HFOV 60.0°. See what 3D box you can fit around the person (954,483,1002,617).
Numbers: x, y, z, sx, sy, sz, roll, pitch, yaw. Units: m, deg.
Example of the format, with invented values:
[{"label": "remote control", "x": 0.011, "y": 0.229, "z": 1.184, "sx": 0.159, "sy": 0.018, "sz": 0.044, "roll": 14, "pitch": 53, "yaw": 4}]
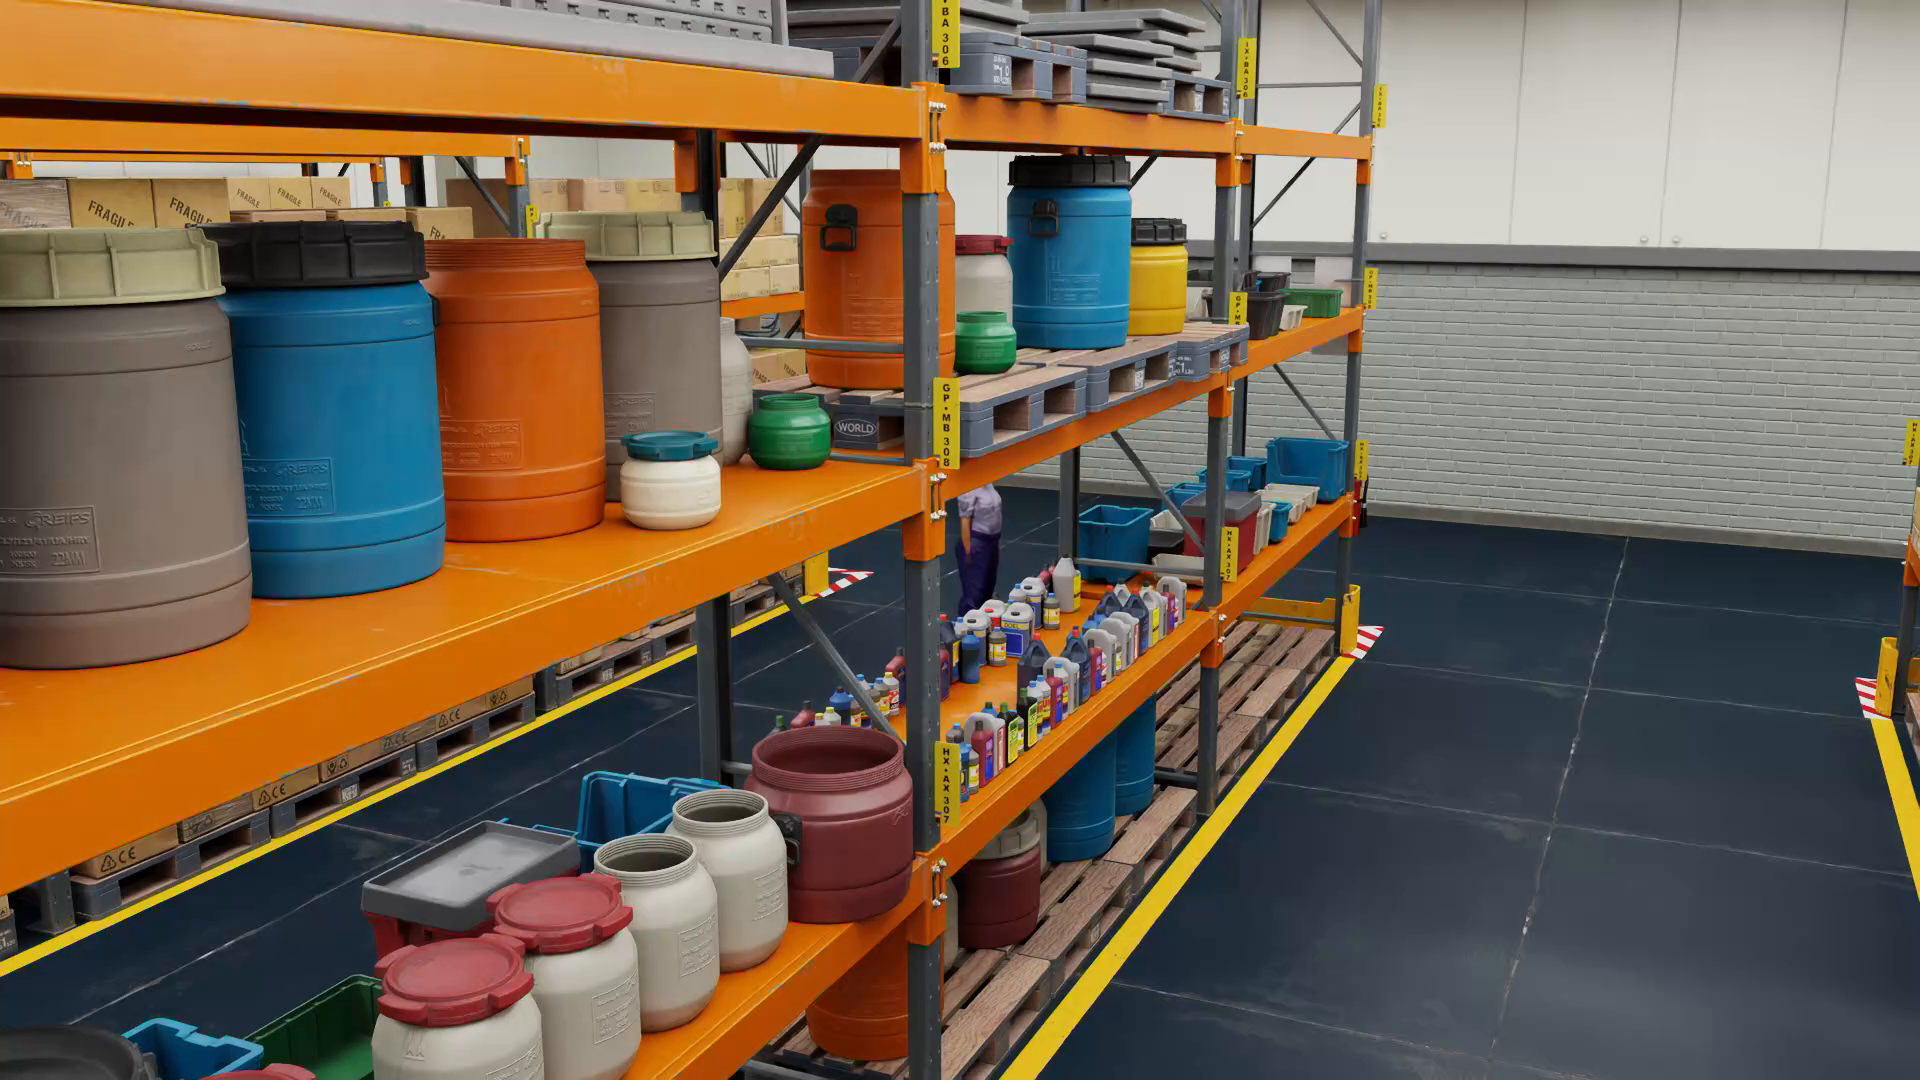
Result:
[{"label": "person", "x": 0.173, "y": 0.086, "z": 13.617, "sx": 0.367, "sy": 1.663, "sz": 0.493, "roll": 6, "pitch": 14, "yaw": 24}]
